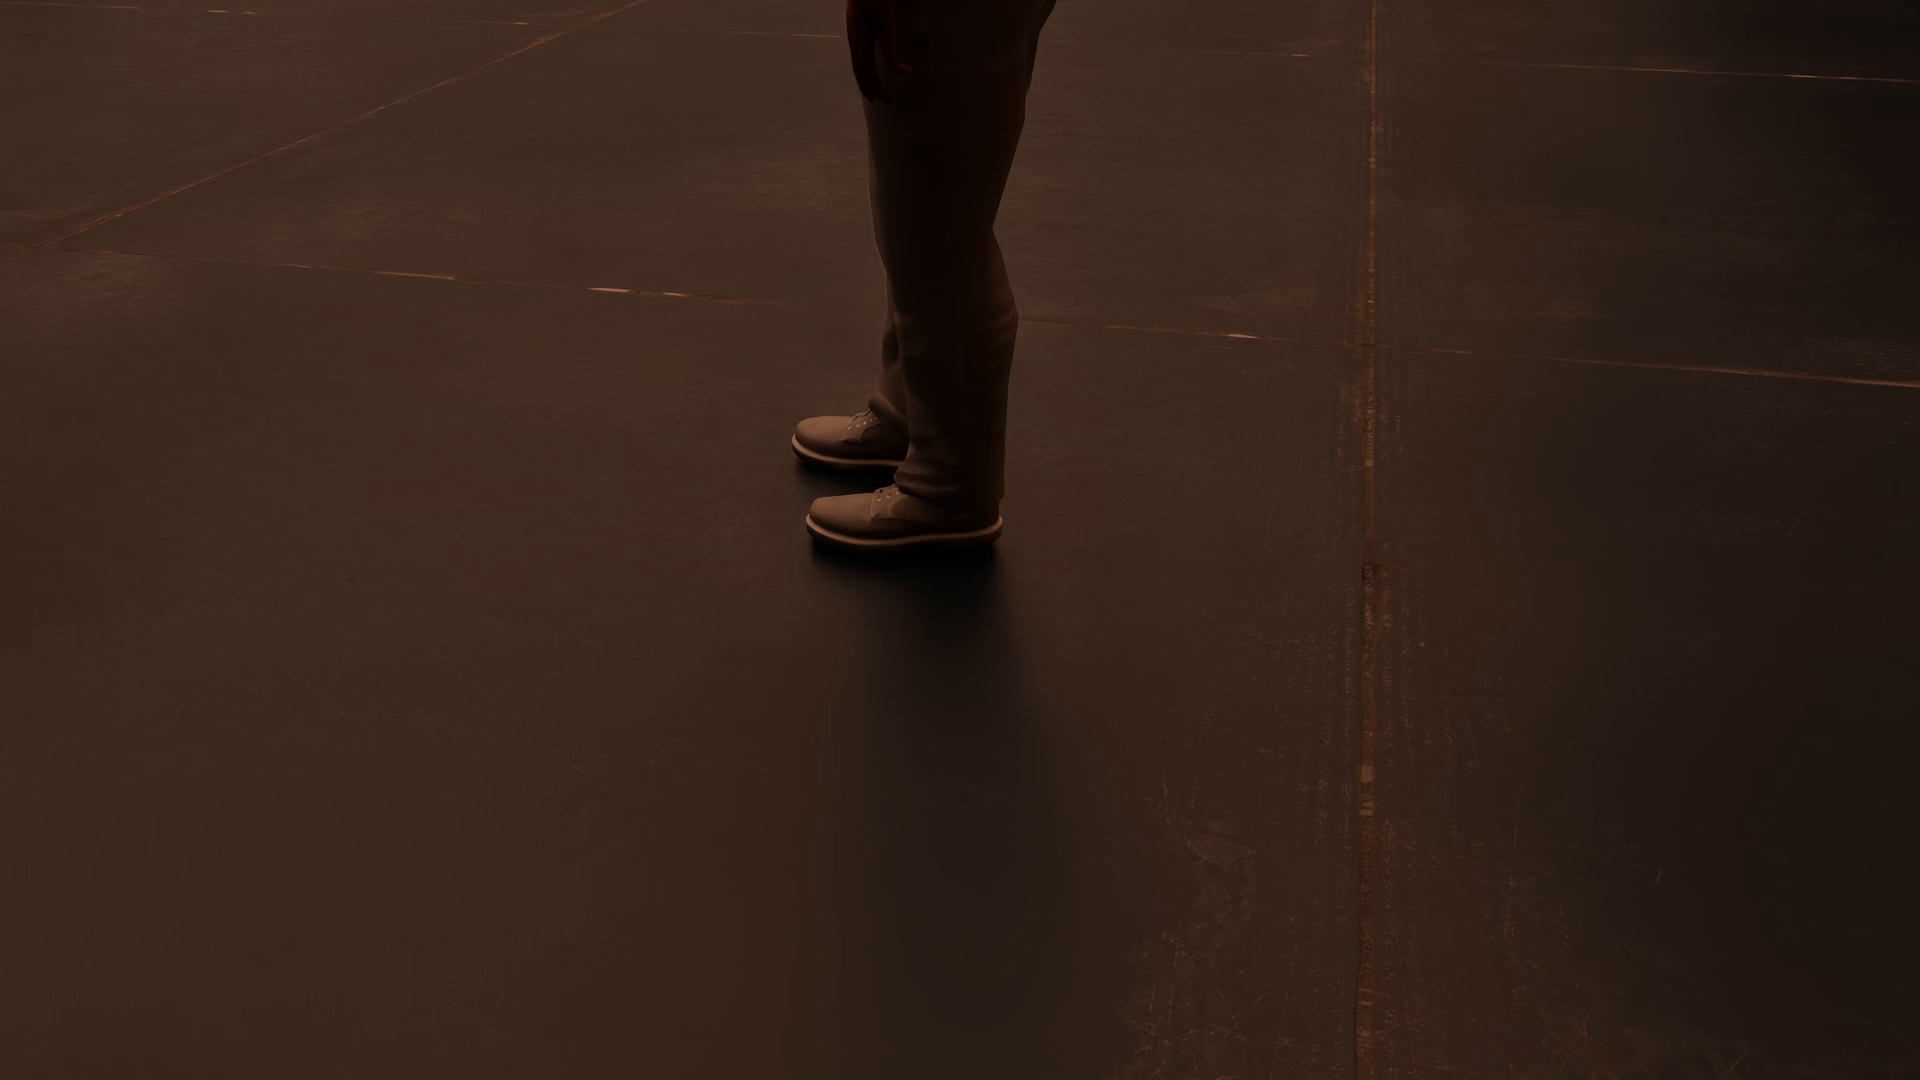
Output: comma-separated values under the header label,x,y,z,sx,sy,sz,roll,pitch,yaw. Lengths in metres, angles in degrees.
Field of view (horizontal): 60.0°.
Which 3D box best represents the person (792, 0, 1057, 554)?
label,x,y,z,sx,sy,sz,roll,pitch,yaw
person,-0.069,-0.779,2.146,0.528,1.697,0.570,6,27,11
